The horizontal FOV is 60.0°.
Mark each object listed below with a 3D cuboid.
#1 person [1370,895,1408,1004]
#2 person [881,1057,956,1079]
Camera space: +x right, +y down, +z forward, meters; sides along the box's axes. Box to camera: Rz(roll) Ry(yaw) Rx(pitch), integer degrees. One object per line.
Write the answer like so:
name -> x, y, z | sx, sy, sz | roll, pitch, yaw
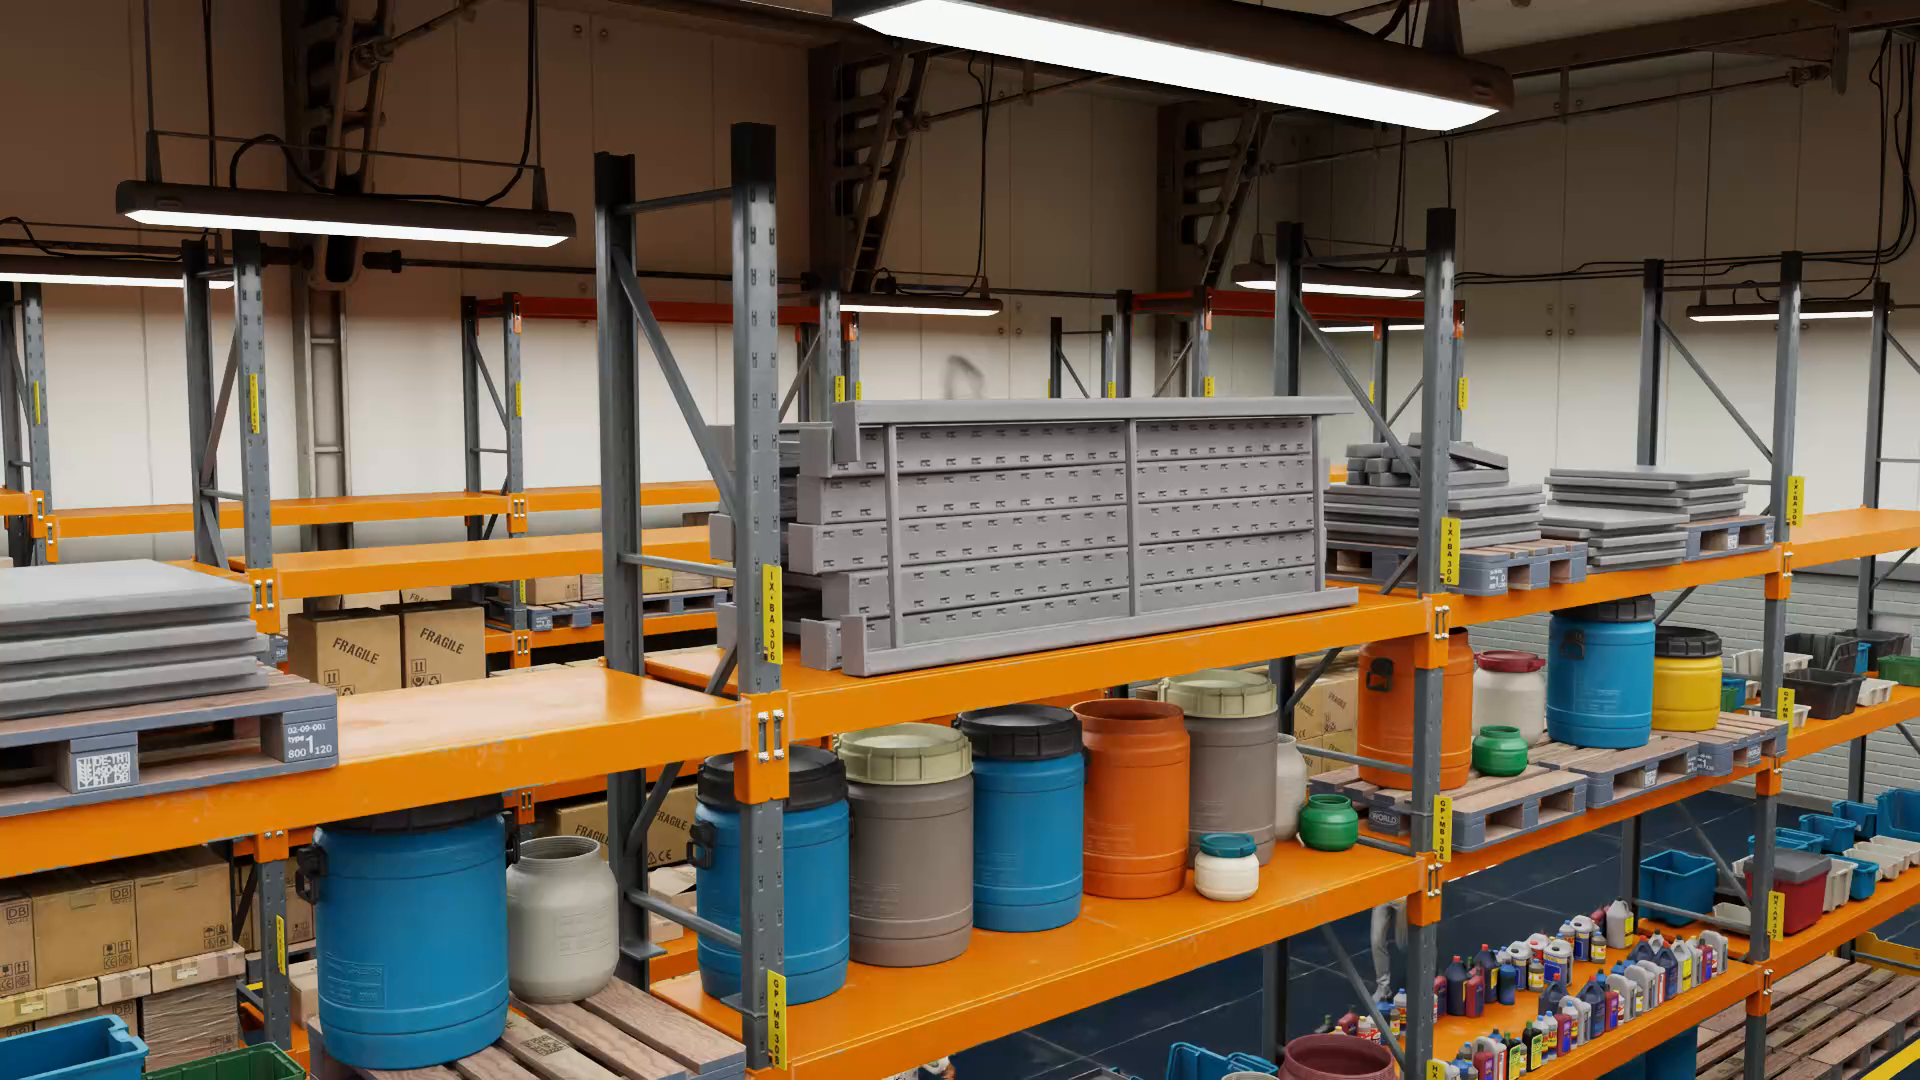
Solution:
person -> 3.697, 3.015, 14.054 | 0.573, 1.676, 0.853 | 5, 7, 40
person -> -0.396, 3.415, 9.583 | 0.875, 1.690, 0.598 | -5, 8, -44
